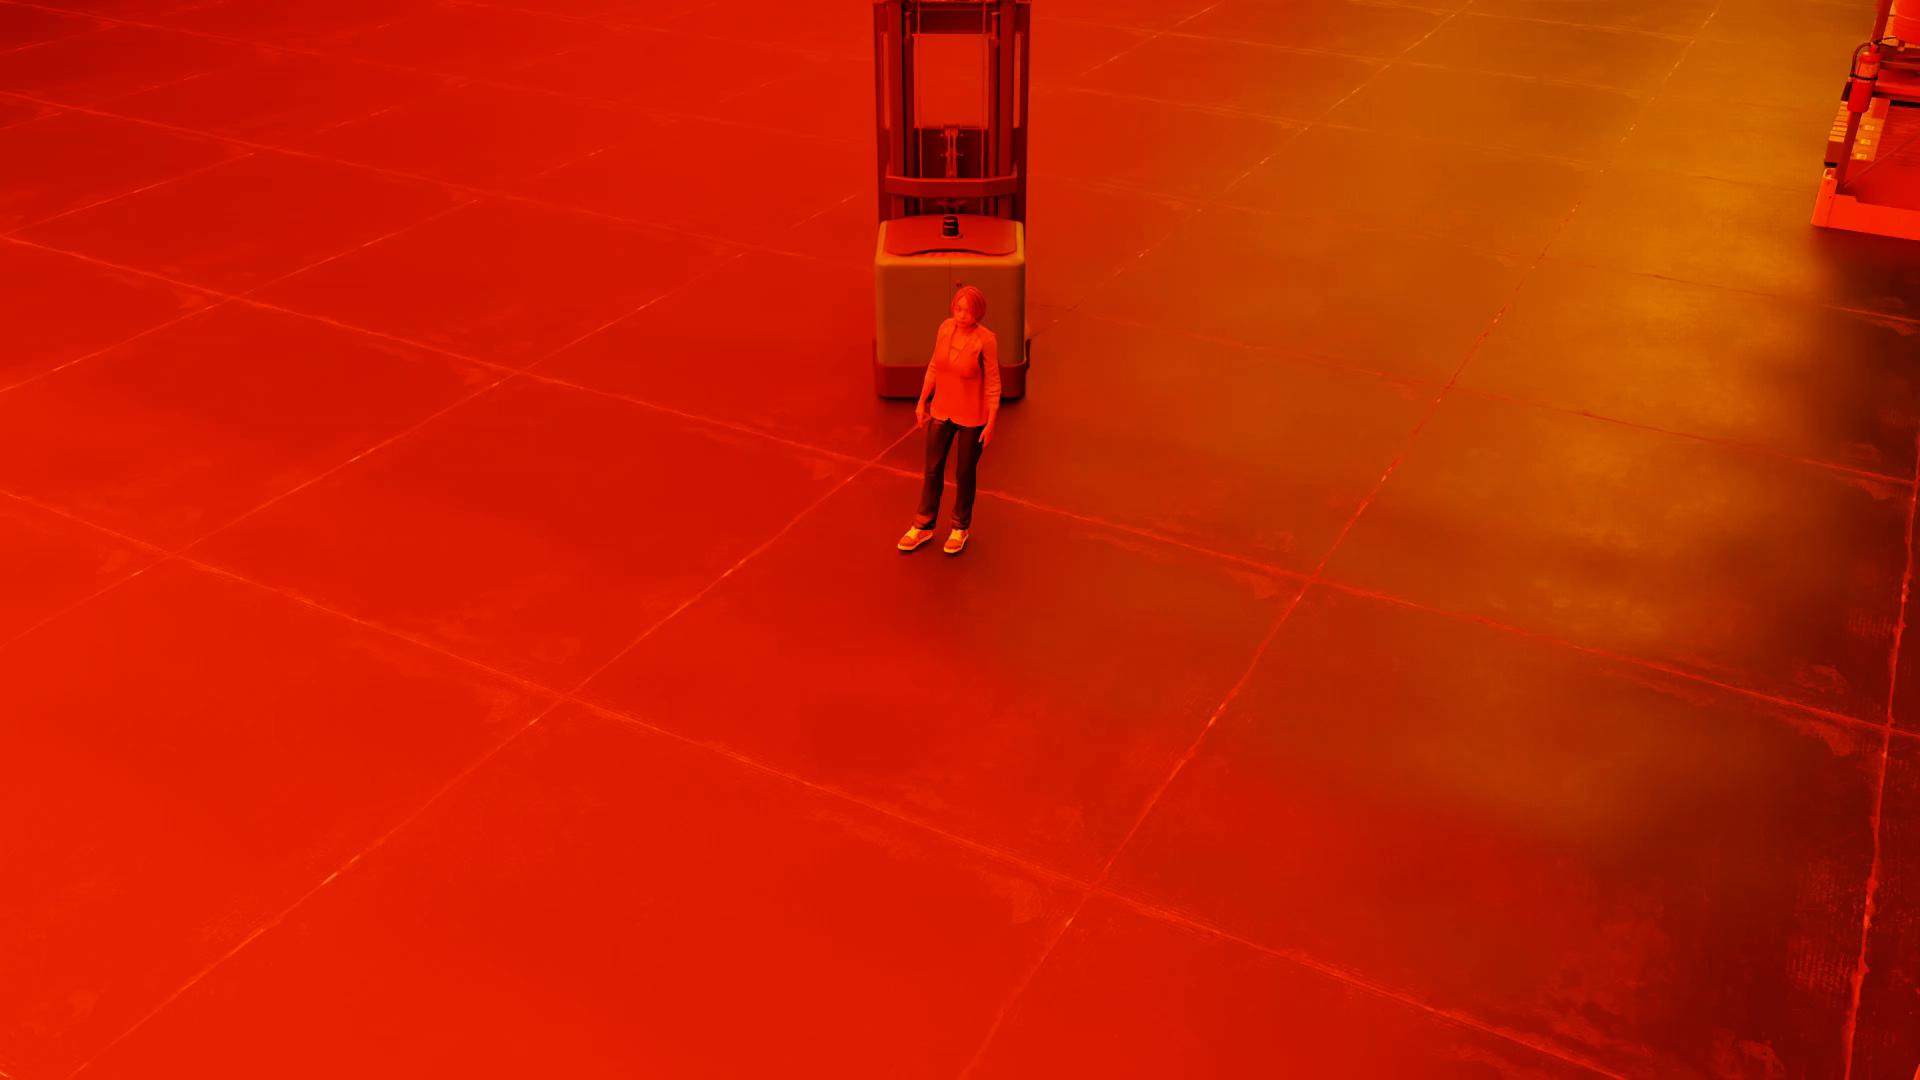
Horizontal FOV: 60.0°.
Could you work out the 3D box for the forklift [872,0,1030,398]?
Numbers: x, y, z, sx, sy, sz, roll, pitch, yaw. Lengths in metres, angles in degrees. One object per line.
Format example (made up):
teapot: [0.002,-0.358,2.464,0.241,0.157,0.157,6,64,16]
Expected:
forklift: [-0.054,-2.957,12.193,1.130,2.935,3.031,0,30,0]

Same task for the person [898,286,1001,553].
person: [-0.049,-0.669,9.549,0.520,1.599,0.473,15,33,25]
